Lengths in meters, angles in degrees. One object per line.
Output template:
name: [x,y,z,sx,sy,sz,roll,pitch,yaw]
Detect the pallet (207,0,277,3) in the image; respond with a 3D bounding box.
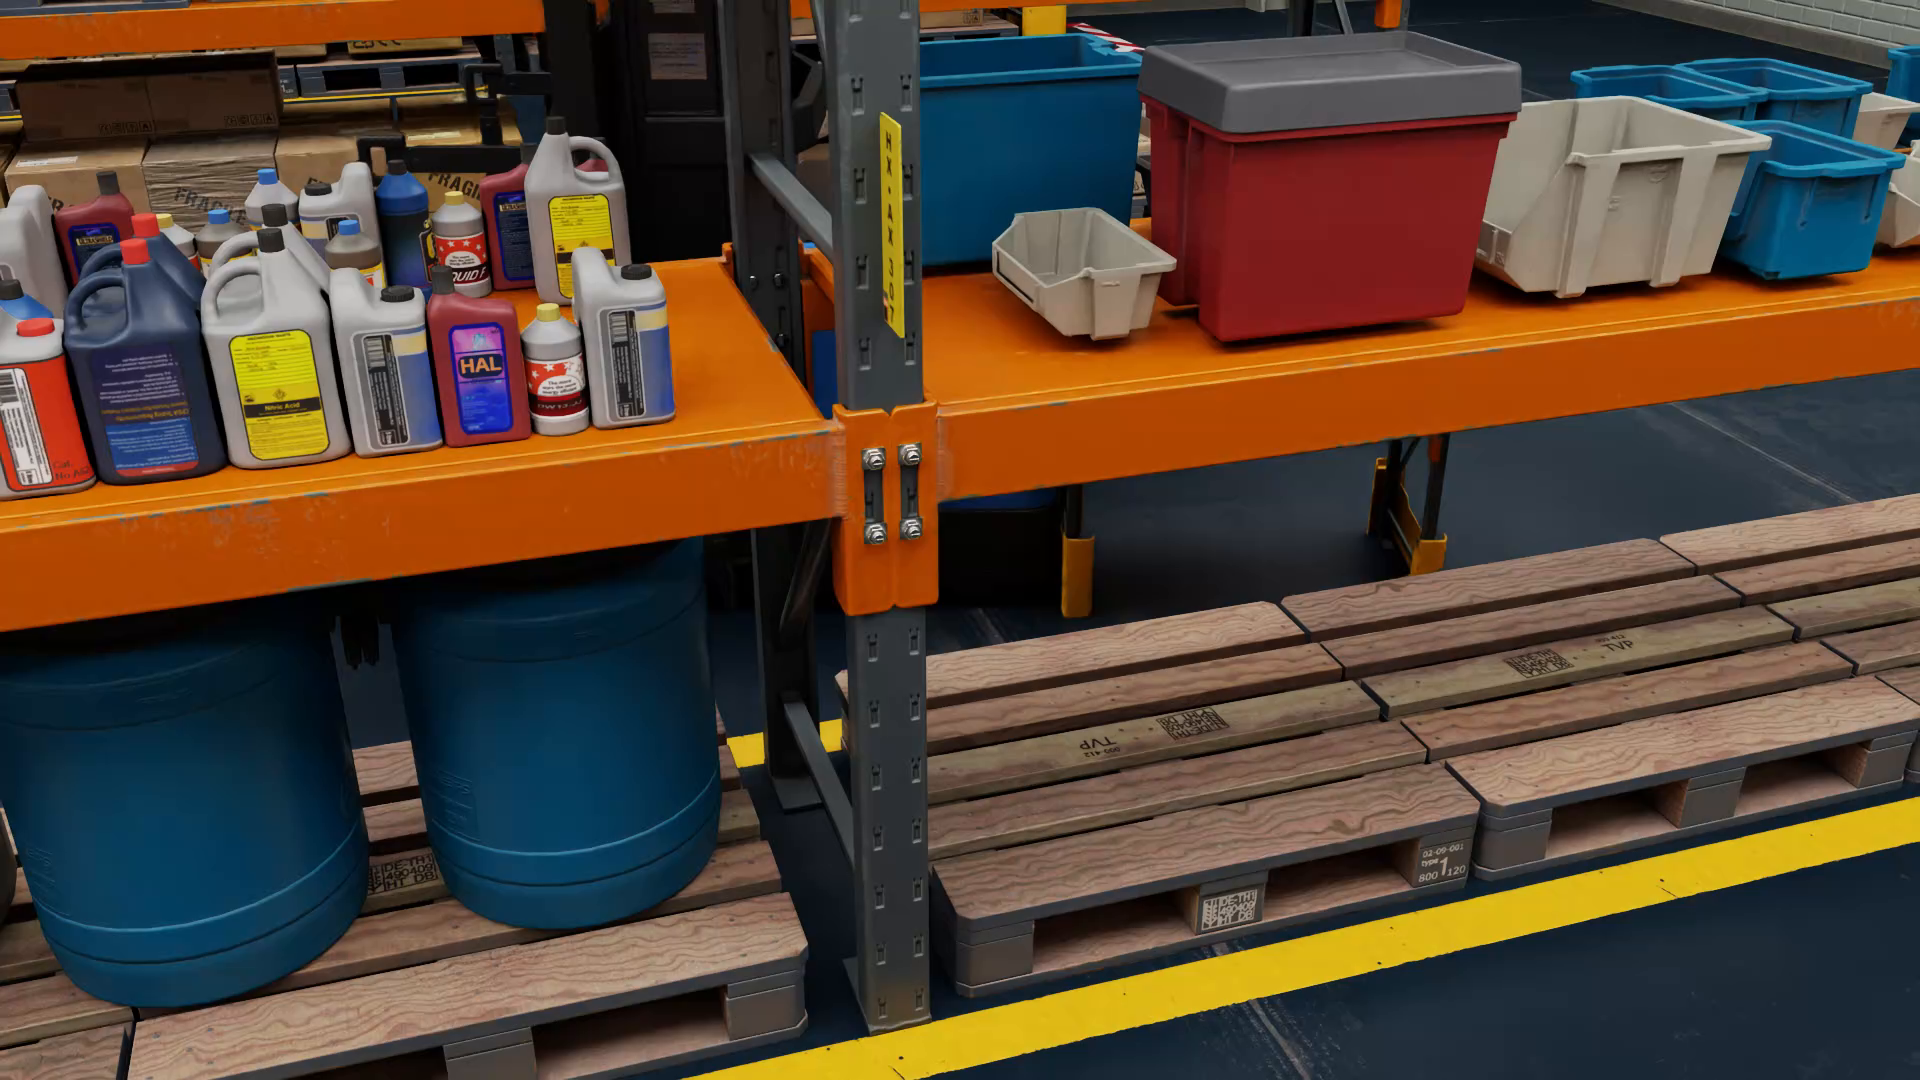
pallet: [-2.595,-2.529,7.187,1.213,0.211,1.003,-8,28,-16]

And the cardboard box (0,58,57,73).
cardboard box: [-6.403,-3.493,10.858,0.750,0.750,0.750,-9,28,-17]

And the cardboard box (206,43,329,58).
cardboard box: [-4.761,-3.730,11.335,0.750,0.750,0.750,-7,27,-15]

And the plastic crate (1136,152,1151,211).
plastic crate: [0.710,-0.755,3.640,0.590,0.125,0.437,-8,28,-16]

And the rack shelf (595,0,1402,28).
rack shelf: [0.100,-2.632,7.987,4.000,0.370,1.077,-8,28,-16]

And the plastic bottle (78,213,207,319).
plastic bottle: [-1.264,-0.332,2.602,0.185,0.351,0.144,-8,28,-16]

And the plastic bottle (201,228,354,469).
plastic bottle: [-1.044,-0.297,2.530,0.185,0.351,0.144,-8,28,-16]

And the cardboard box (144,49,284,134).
cardboard box: [-3.288,-1.991,7.360,0.500,0.250,0.500,-8,28,-16]

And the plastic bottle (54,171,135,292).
plastic bottle: [-1.597,-0.539,3.094,0.133,0.283,0.061,-8,28,-16]

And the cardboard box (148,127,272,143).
cardboard box: [-3.318,-1.649,7.514,0.500,0.500,0.500,-8,27,-15]

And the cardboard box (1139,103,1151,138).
cardboard box: [0.921,-2.171,8.848,0.500,0.250,0.500,-8,28,-16]

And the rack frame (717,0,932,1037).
rack frame: [-0.271,-0.584,3.053,0.127,3.000,1.000,-8,28,-16]

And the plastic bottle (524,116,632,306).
plastic bottle: [-0.745,-0.645,3.231,0.185,0.351,0.144,-8,28,-16]

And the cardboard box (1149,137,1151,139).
cardboard box: [1.148,-1.961,8.518,0.250,0.166,0.380,-8,28,-16]

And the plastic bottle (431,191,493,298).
plastic bottle: [-0.983,-0.583,3.274,0.097,0.201,0.097,0,26,0]

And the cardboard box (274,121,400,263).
cardboard box: [-2.655,-1.503,7.220,0.500,0.500,0.500,-8,28,-16]

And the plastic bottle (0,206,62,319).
plastic bottle: [-1.663,-0.434,2.890,0.135,0.276,0.152,-8,28,-16]

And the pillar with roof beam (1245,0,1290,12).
pillar with roof beam: [4.097,-6.928,9.085,0.400,9.000,9.100,-8,28,-16]

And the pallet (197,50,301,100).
pallet: [-5.212,-3.216,11.491,1.213,0.211,1.003,-8,28,-16]

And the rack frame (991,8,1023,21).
rack frame: [0.464,-5.324,12.600,0.127,3.000,1.000,-8,28,-16]

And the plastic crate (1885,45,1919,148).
plastic crate: [2.569,-1.101,4.216,0.300,0.233,0.416,-8,28,-16]

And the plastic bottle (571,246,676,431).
plastic bottle: [-0.546,-0.337,2.696,0.135,0.276,0.152,-8,28,-16]

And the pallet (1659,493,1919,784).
pallet: [2.736,0.211,4.587,1.213,0.211,1.003,-8,28,-16]

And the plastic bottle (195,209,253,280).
plastic bottle: [-1.389,-0.524,3.156,0.097,0.201,0.097,0,26,0]

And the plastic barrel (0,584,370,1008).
plastic barrel: [-1.467,0.333,3.093,0.708,0.901,0.600,-8,28,-16]

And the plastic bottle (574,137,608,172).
plastic bottle: [-0.752,-0.662,3.340,0.133,0.283,0.061,-8,28,-16]

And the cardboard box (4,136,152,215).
cardboard box: [-3.615,-1.363,6.938,0.500,0.500,0.500,-9,28,-18]

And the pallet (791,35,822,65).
pallet: [-1.430,-3.765,12.596,1.213,0.211,1.003,-8,28,-16]

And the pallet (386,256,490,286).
pallet: [-2.563,-1.302,7.635,1.213,0.211,1.003,-8,28,-16]

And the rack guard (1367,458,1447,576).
rack guard: [1.336,-0.014,4.997,0.087,0.250,0.587,0,26,0]

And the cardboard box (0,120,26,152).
cardboard box: [-4.296,-1.505,7.224,0.500,0.500,0.500,-9,28,-18]

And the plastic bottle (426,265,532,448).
plastic bottle: [-0.752,-0.290,2.591,0.133,0.283,0.061,-8,28,-16]

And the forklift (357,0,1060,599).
forklift: [-1.222,-1.353,4.679,3.031,2.935,1.130,0,26,0]

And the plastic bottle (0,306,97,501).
plastic bottle: [-1.373,-0.218,2.455,0.135,0.276,0.152,-8,28,-16]

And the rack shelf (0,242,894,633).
rack shelf: [-2.173,0.014,2.658,4.000,0.370,1.077,-8,28,-16]

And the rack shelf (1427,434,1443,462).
rack shelf: [0.829,-0.414,4.802,1.000,0.185,0.538,0,26,0]

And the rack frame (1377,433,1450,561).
rack frame: [1.337,-0.574,4.719,0.032,1.500,0.500,0,26,0]

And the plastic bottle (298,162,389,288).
plastic bottle: [-1.177,-0.575,3.175,0.135,0.276,0.152,-8,28,-16]

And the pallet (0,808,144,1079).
pallet: [-2.180,0.923,3.153,1.213,0.211,1.003,-8,28,-16]

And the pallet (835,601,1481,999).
pallet: [0.416,0.547,3.910,1.213,0.211,1.003,-8,28,-16]

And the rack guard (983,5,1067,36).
rack guard: [0.487,-4.207,13.162,0.348,0.500,1.175,-8,28,-16]

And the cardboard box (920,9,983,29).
cardboard box: [-0.171,-4.253,12.783,0.500,0.500,0.700,-8,28,-16]

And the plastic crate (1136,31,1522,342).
plastic crate: [0.655,-0.656,3.059,0.583,0.464,0.402,-8,28,-16]

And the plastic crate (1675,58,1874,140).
plastic crate: [1.943,-1.011,4.033,0.300,0.233,0.416,-8,28,-16]

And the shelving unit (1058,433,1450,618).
shelving unit: [0.838,-0.575,4.722,1.083,1.500,0.587,0,26,0]

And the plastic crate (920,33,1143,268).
plastic crate: [0.067,-0.812,3.463,0.575,0.384,0.392,-8,28,-16]

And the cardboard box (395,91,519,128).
cardboard box: [-2.337,-1.793,7.804,0.500,0.500,0.500,-10,28,-18]

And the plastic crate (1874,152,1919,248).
plastic crate: [2.000,-0.724,3.563,0.250,0.136,0.298,-8,28,-16]

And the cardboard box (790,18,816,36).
cardboard box: [-1.124,-4.115,12.504,0.500,0.500,0.700,-9,28,-18]
